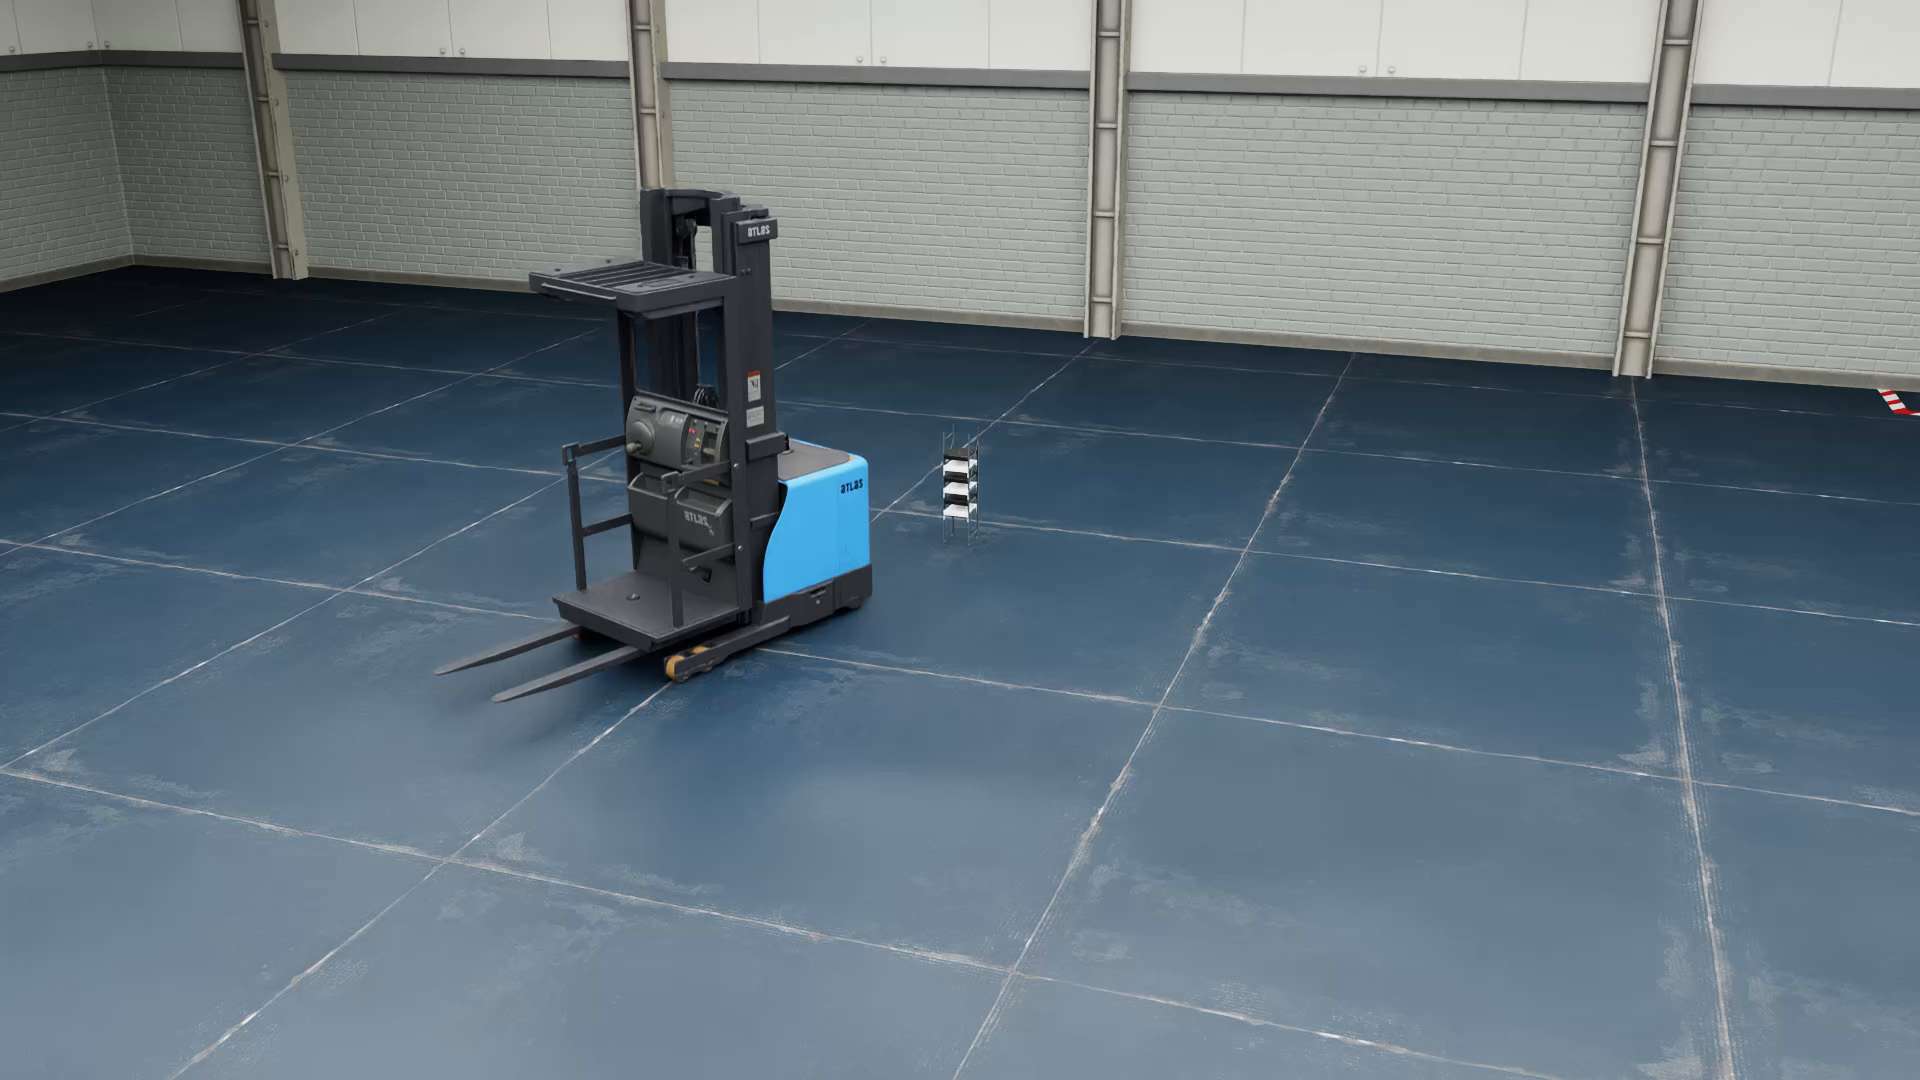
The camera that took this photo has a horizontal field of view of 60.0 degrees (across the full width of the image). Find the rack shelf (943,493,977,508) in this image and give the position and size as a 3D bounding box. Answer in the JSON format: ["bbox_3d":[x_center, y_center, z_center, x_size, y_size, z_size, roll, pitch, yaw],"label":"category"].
[{"bbox_3d":[0.008,-0.308,12.966,0.200,0.077,0.258,7,20,18],"label":"rack shelf"}]

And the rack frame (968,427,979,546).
[{"bbox_3d":[0.104,-0.413,12.894,0.006,0.900,0.240,7,20,18],"label":"rack frame"}]

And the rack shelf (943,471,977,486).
[{"bbox_3d":[0.008,-0.478,12.907,0.200,0.077,0.258,7,20,18],"label":"rack shelf"}]

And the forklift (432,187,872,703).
[{"bbox_3d":[-1.965,-0.676,10.562,1.130,2.935,3.031,16,25,38],"label":"forklift"}]

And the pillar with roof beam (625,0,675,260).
[{"bbox_3d":[-5.351,-6.035,16.718,0.400,9.000,9.100,7,20,18],"label":"pillar with roof beam"}]

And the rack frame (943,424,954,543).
[{"bbox_3d":[-0.088,-0.435,12.957,0.006,0.900,0.240,7,20,18],"label":"rack frame"}]

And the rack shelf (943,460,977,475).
[{"bbox_3d":[0.008,-0.563,12.877,0.200,0.077,0.258,7,20,18],"label":"rack shelf"}]

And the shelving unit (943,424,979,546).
[{"bbox_3d":[0.008,-0.424,12.926,0.210,0.900,0.258,7,20,18],"label":"shelving unit"}]

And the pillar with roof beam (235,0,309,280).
[{"bbox_3d":[-11.019,-6.683,18.577,0.400,9.000,9.100,7,20,18],"label":"pillar with roof beam"}]

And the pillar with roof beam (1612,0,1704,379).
[{"bbox_3d":[5.985,-4.739,12.999,0.400,9.000,9.100,7,20,18],"label":"pillar with roof beam"}]

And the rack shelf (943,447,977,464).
[{"bbox_3d":[0.008,-0.648,12.848,0.200,0.077,0.258,7,20,18],"label":"rack shelf"}]

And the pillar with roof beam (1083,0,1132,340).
[{"bbox_3d":[0.317,-5.387,14.859,0.400,9.000,9.100,7,20,18],"label":"pillar with roof beam"}]

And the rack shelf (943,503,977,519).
[{"bbox_3d":[0.008,-0.223,12.996,0.200,0.077,0.258,7,20,18],"label":"rack shelf"}]

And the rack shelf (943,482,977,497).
[{"bbox_3d":[0.008,-0.393,12.937,0.200,0.077,0.258,7,20,18],"label":"rack shelf"}]
